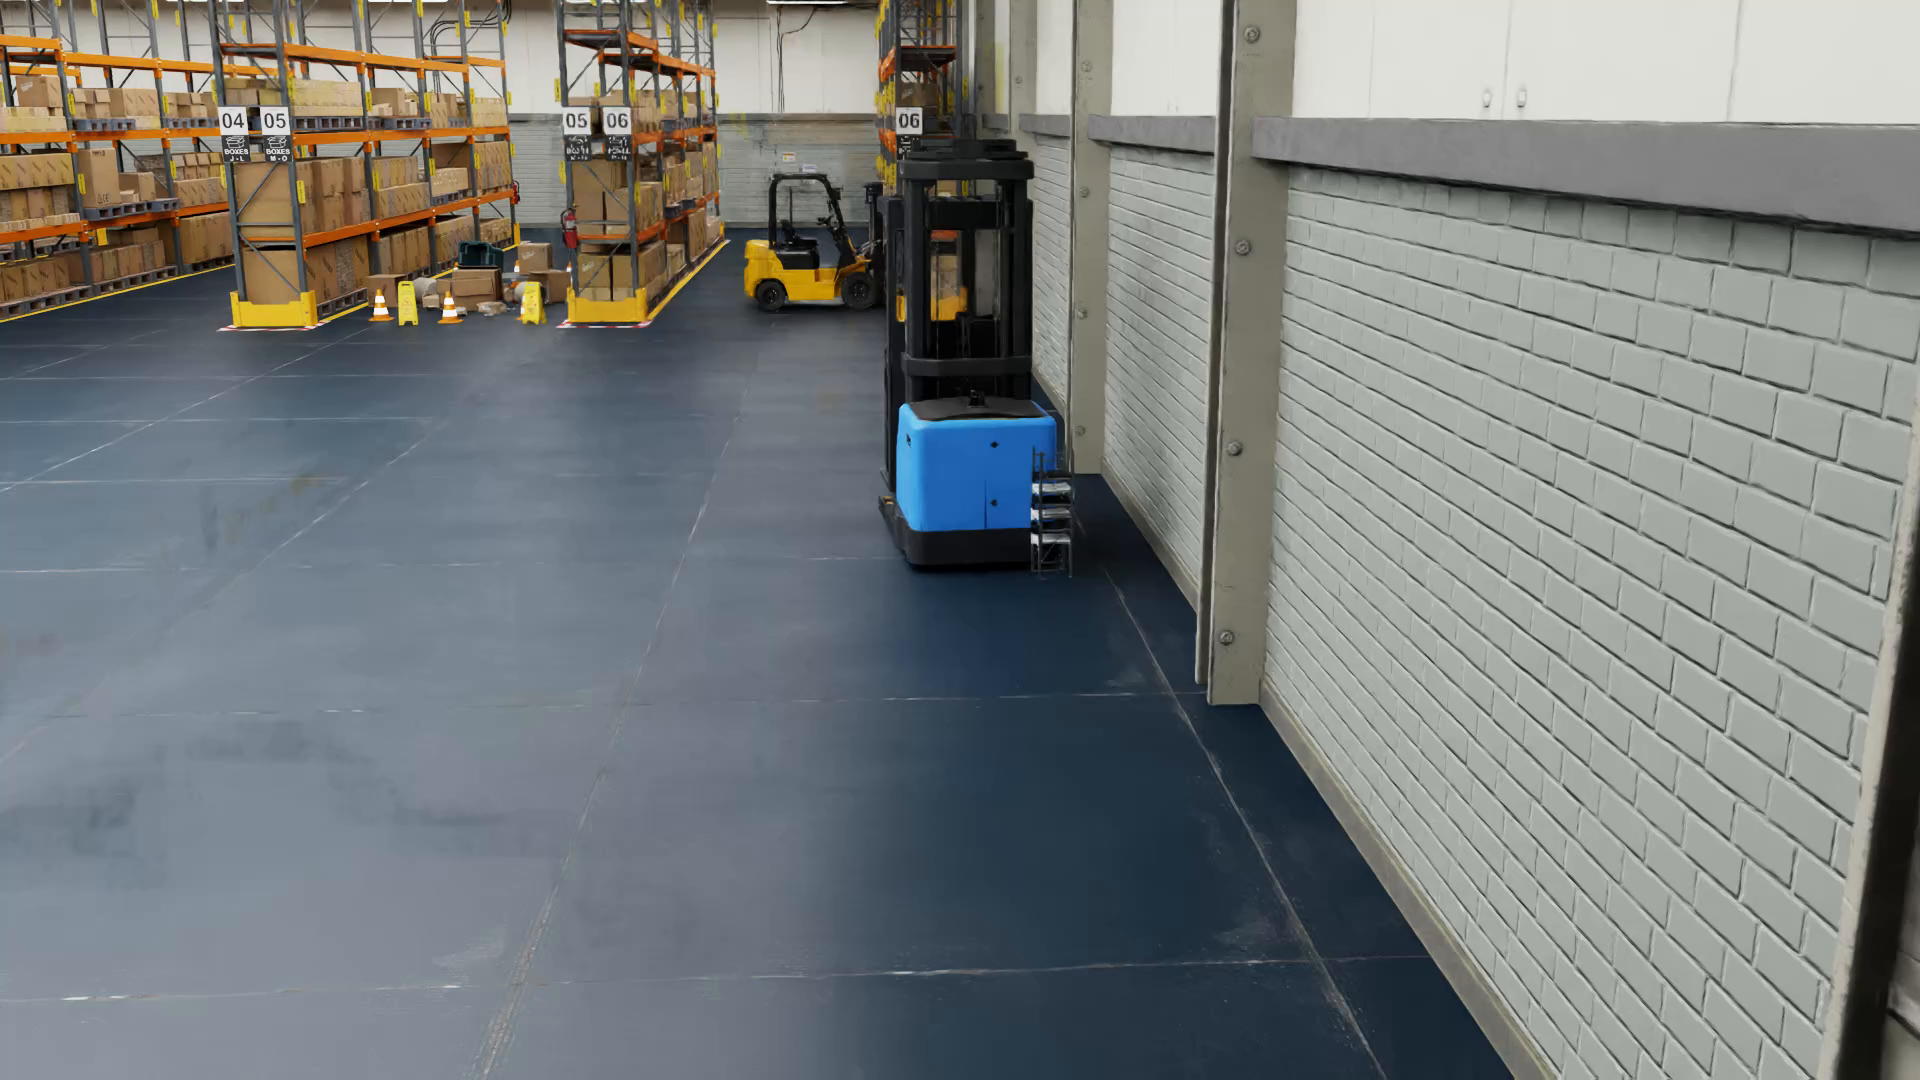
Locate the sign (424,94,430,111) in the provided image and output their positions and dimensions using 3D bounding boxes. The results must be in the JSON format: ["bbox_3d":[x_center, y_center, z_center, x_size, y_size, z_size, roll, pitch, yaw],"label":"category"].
[{"bbox_3d":[-10.305,-8.456,32.154,0.100,0.325,0.005,-1,14,-3],"label":"sign"}]

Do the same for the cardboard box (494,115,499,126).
[{"bbox_3d":[-11.006,-9.718,38.558,0.500,0.250,0.500,0,14,-1],"label":"cardboard box"}]

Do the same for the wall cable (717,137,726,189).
[{"bbox_3d":[-6.793,-10.708,46.023,0.585,1.953,0.123,-1,14,-3],"label":"wall cable"}]

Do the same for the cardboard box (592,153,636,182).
[{"bbox_3d":[-5.856,-6.251,27.998,0.700,0.500,0.500,-1,14,-3],"label":"cardboard box"}]

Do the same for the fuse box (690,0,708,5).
[{"bbox_3d":[-7.044,-14.645,44.966,0.513,0.334,0.176,-1,14,-3],"label":"fuse box"}]

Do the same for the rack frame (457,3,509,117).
[{"bbox_3d":[-11.355,-11.603,39.562,1.000,3.000,0.127,-1,14,-3],"label":"rack frame"}]

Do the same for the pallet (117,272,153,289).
[{"bbox_3d":[-15.696,-4.809,30.793,1.003,0.211,1.213,-1,14,-3],"label":"pallet"}]

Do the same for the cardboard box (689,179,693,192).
[{"bbox_3d":[-5.741,-7.237,33.932,0.500,0.250,0.500,-1,14,-2],"label":"cardboard box"}]

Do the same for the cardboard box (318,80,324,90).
[{"bbox_3d":[-10.144,-7.091,25.908,0.380,0.149,0.250,-1,14,-4],"label":"cardboard box"}]

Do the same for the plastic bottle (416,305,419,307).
[{"bbox_3d":[-9.079,-3.864,27.422,0.283,0.061,0.133,-6,16,-23],"label":"plastic bottle"}]

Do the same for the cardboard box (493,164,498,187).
[{"bbox_3d":[-10.982,-8.404,38.371,0.500,0.500,0.500,0,14,-1],"label":"cardboard box"}]

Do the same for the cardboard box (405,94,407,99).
[{"bbox_3d":[-11.190,-8.804,32.966,0.396,0.266,0.258,-1,14,-3],"label":"cardboard box"}]

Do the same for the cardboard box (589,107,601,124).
[{"bbox_3d":[-5.730,-6.467,25.325,0.500,0.250,0.500,-1,14,-4],"label":"cardboard box"}]

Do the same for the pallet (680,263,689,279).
[{"bbox_3d":[-5.878,-5.265,32.564,1.003,0.211,1.213,-1,14,-3],"label":"pallet"}]

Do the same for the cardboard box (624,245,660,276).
[{"bbox_3d":[-5.307,-4.653,27.762,0.500,0.500,0.500,0,14,0],"label":"cardboard box"}]

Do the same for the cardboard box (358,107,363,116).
[{"bbox_3d":[-10.270,-7.210,27.970,0.380,0.149,0.250,-1,14,-4],"label":"cardboard box"}]

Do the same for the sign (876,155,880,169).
[{"bbox_3d":[-2.008,-9.287,40.865,0.100,0.325,0.005,-1,14,-3],"label":"sign"}]

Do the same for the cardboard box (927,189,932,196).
[{"bbox_3d":[-0.316,-5.409,26.025,0.380,0.149,0.250,-1,14,-3],"label":"cardboard box"}]

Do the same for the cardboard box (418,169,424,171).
[{"bbox_3d":[-11.476,-7.709,34.934,0.380,0.149,0.250,-1,14,-4],"label":"cardboard box"}]

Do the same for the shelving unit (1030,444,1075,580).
[{"bbox_3d":[0.637,-0.194,11.476,0.258,0.900,0.210,-3,15,-11],"label":"shelving unit"}]

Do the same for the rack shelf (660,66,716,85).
[{"bbox_3d":[-6.297,-10.665,38.163,1.077,0.370,4.000,-1,14,-3],"label":"rack shelf"}]

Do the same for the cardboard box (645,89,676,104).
[{"bbox_3d":[-5.354,-7.915,29.706,0.500,0.250,0.500,-1,14,-5],"label":"cardboard box"}]

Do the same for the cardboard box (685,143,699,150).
[{"bbox_3d":[-5.933,-8.733,36.941,0.380,0.149,0.250,-1,14,-4],"label":"cardboard box"}]

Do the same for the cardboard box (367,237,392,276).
[{"bbox_3d":[-10.740,-4.980,29.533,1.050,0.750,0.750,-1,14,-4],"label":"cardboard box"}]

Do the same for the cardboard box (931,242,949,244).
[{"bbox_3d":[-0.453,-5.003,28.620,0.500,0.250,0.500,-1,14,-4],"label":"cardboard box"}]

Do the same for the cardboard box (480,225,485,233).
[{"bbox_3d":[-10.879,-6.972,37.287,0.380,0.149,0.250,0,14,-1],"label":"cardboard box"}]

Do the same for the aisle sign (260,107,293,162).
[{"bbox_3d":[-10.060,-5.964,24.470,0.394,0.787,0.004,-1,14,-3],"label":"aisle sign"}]

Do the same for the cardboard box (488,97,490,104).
[{"bbox_3d":[-10.968,-10.051,38.050,0.380,0.149,0.250,-1,14,-5],"label":"cardboard box"}]

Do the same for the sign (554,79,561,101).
[{"bbox_3d":[-5.984,-6.698,24.741,0.100,0.325,0.005,-1,14,-3],"label":"sign"}]

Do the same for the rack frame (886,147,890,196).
[{"bbox_3d":[-0.971,-6.887,33.273,1.000,3.000,0.127,-1,14,-3],"label":"rack frame"}]

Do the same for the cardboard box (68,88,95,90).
[{"bbox_3d":[-15.978,-8.028,30.483,0.500,0.500,0.500,-1,14,-5],"label":"cardboard box"}]

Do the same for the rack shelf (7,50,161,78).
[{"bbox_3d":[-15.692,-8.522,29.836,1.077,0.370,4.000,-1,14,-3],"label":"rack shelf"}]

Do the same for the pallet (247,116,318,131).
[{"bbox_3d":[-10.420,-6.312,25.198,1.003,0.211,1.213,-1,14,-3],"label":"pallet"}]

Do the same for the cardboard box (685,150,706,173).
[{"bbox_3d":[-5.961,-8.459,37.176,0.500,0.500,0.500,-1,14,-3],"label":"cardboard box"}]

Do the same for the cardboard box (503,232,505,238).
[{"bbox_3d":[-11.067,-7.263,39.613,0.380,0.149,0.250,-1,14,-4],"label":"cardboard box"}]

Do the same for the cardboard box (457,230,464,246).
[{"bbox_3d":[-10.751,-6.260,35.010,0.500,0.500,0.500,-1,14,-5],"label":"cardboard box"}]

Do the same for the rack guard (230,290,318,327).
[{"bbox_3d":[-10.362,-3.502,25.133,1.175,0.500,0.348,-1,14,-3],"label":"rack guard"}]

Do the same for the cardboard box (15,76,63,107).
[{"bbox_3d":[-15.286,-7.441,27.606,0.500,0.500,0.500,-1,14,-5],"label":"cardboard box"}]

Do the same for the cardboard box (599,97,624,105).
[{"bbox_3d":[-5.248,-6.628,25.153,0.380,0.149,0.250,-1,14,-4],"label":"cardboard box"}]

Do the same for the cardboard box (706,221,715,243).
[{"bbox_3d":[-6.161,-7.147,38.584,0.875,0.438,0.875,-1,14,-5],"label":"cardboard box"}]

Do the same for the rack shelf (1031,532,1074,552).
[{"bbox_3d":[0.637,0.012,11.529,0.258,0.077,0.200,-3,15,-11],"label":"rack shelf"}]

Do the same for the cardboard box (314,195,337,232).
[{"bbox_3d":[-10.397,-5.160,26.261,0.875,0.550,0.550,-1,14,-3],"label":"cardboard box"}]

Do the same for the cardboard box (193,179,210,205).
[{"bbox_3d":[-15.644,-7.085,33.844,0.500,0.500,0.500,-1,14,-4],"label":"cardboard box"}]

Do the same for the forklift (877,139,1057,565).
[{"bbox_3d":[-0.040,-1.563,12.718,1.130,2.935,3.031,-2,15,-8],"label":"forklift"}]

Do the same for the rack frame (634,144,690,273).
[{"bbox_3d":[-5.925,-6.809,32.972,1.000,3.000,0.127,-1,14,-3],"label":"rack frame"}]

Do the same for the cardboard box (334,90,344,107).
[{"bbox_3d":[-10.265,-7.120,26.821,0.500,0.250,0.500,-1,14,-4],"label":"cardboard box"}]

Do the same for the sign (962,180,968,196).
[{"bbox_3d":[0.079,-5.362,25.450,0.100,0.325,0.005,-1,14,-3],"label":"sign"}]
